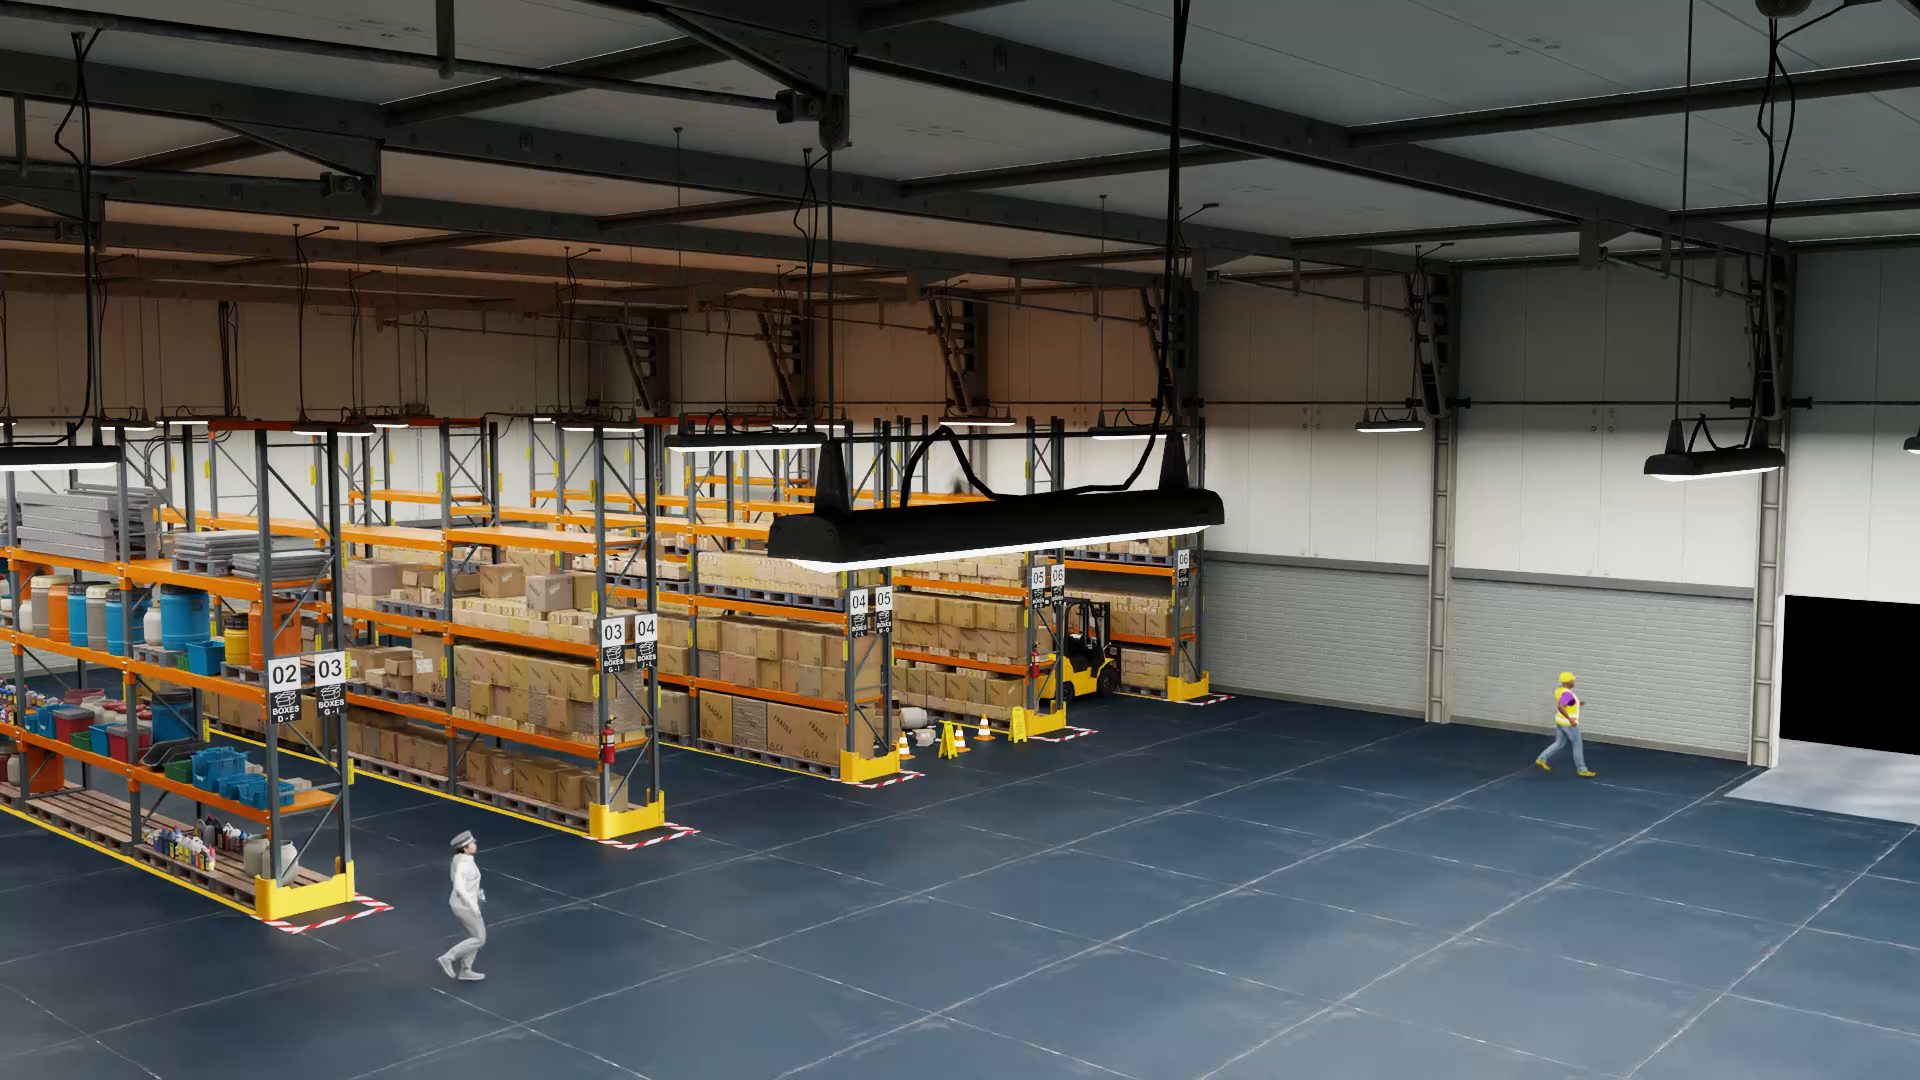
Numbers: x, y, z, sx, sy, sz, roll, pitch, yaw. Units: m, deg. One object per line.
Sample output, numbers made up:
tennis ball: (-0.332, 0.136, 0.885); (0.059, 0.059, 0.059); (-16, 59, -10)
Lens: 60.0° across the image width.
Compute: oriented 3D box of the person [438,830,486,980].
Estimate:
person: (-5.449, 4.001, 18.169); (0.550, 1.665, 0.639); (-2, 5, -25)

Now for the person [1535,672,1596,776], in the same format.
person: (10.225, 3.093, 28.012); (0.989, 1.754, 0.700); (0, 5, -4)

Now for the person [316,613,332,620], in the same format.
person: (-14.918, 2.230, 38.973); (0.822, 1.706, 0.889); (3, 6, 34)
